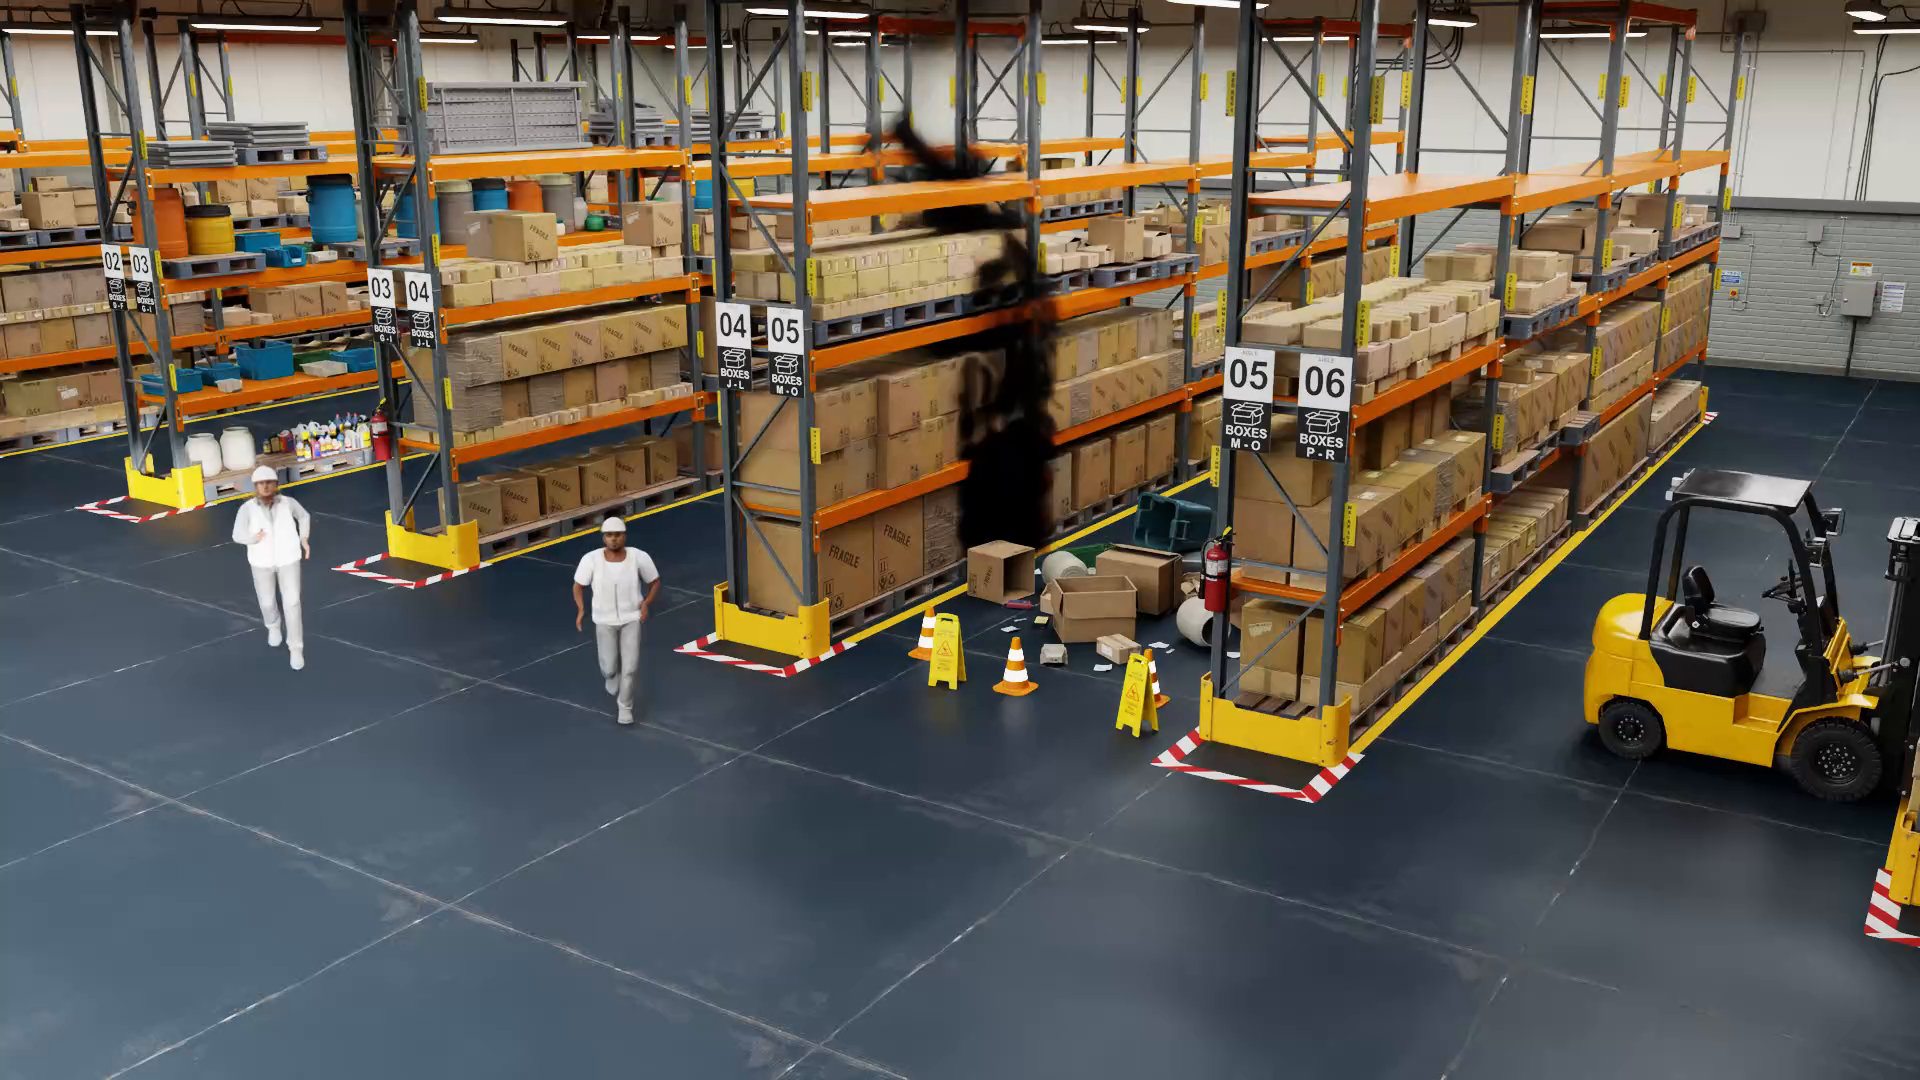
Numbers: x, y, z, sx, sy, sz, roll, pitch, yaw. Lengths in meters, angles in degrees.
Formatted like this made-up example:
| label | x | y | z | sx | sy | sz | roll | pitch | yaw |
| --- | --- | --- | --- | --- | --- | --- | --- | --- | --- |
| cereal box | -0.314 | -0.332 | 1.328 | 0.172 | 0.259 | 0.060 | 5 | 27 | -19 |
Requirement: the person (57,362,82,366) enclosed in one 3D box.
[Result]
| label | x | y | z | sx | sy | sz | roll | pitch | yaw |
| --- | --- | --- | --- | --- | --- | --- | --- | --- | --- |
| person | -14.025 | -2.769 | 26.107 | 0.566 | 1.624 | 0.721 | 7 | 17 | 23 |

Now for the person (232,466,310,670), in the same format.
| label | x | y | z | sx | sy | sz | roll | pitch | yaw |
| --- | --- | --- | --- | --- | --- | --- | --- | --- | --- |
| person | -6.212 | 0.202 | 15.088 | 0.659 | 1.774 | 0.944 | -6 | 17 | -20 |

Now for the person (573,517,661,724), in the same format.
| label | x | y | z | sx | sy | sz | roll | pitch | yaw |
| --- | --- | --- | --- | --- | --- | --- | --- | --- | --- |
| person | -2.819 | 0.635 | 13.744 | 0.712 | 1.719 | 0.591 | -3 | 16 | -11 |
